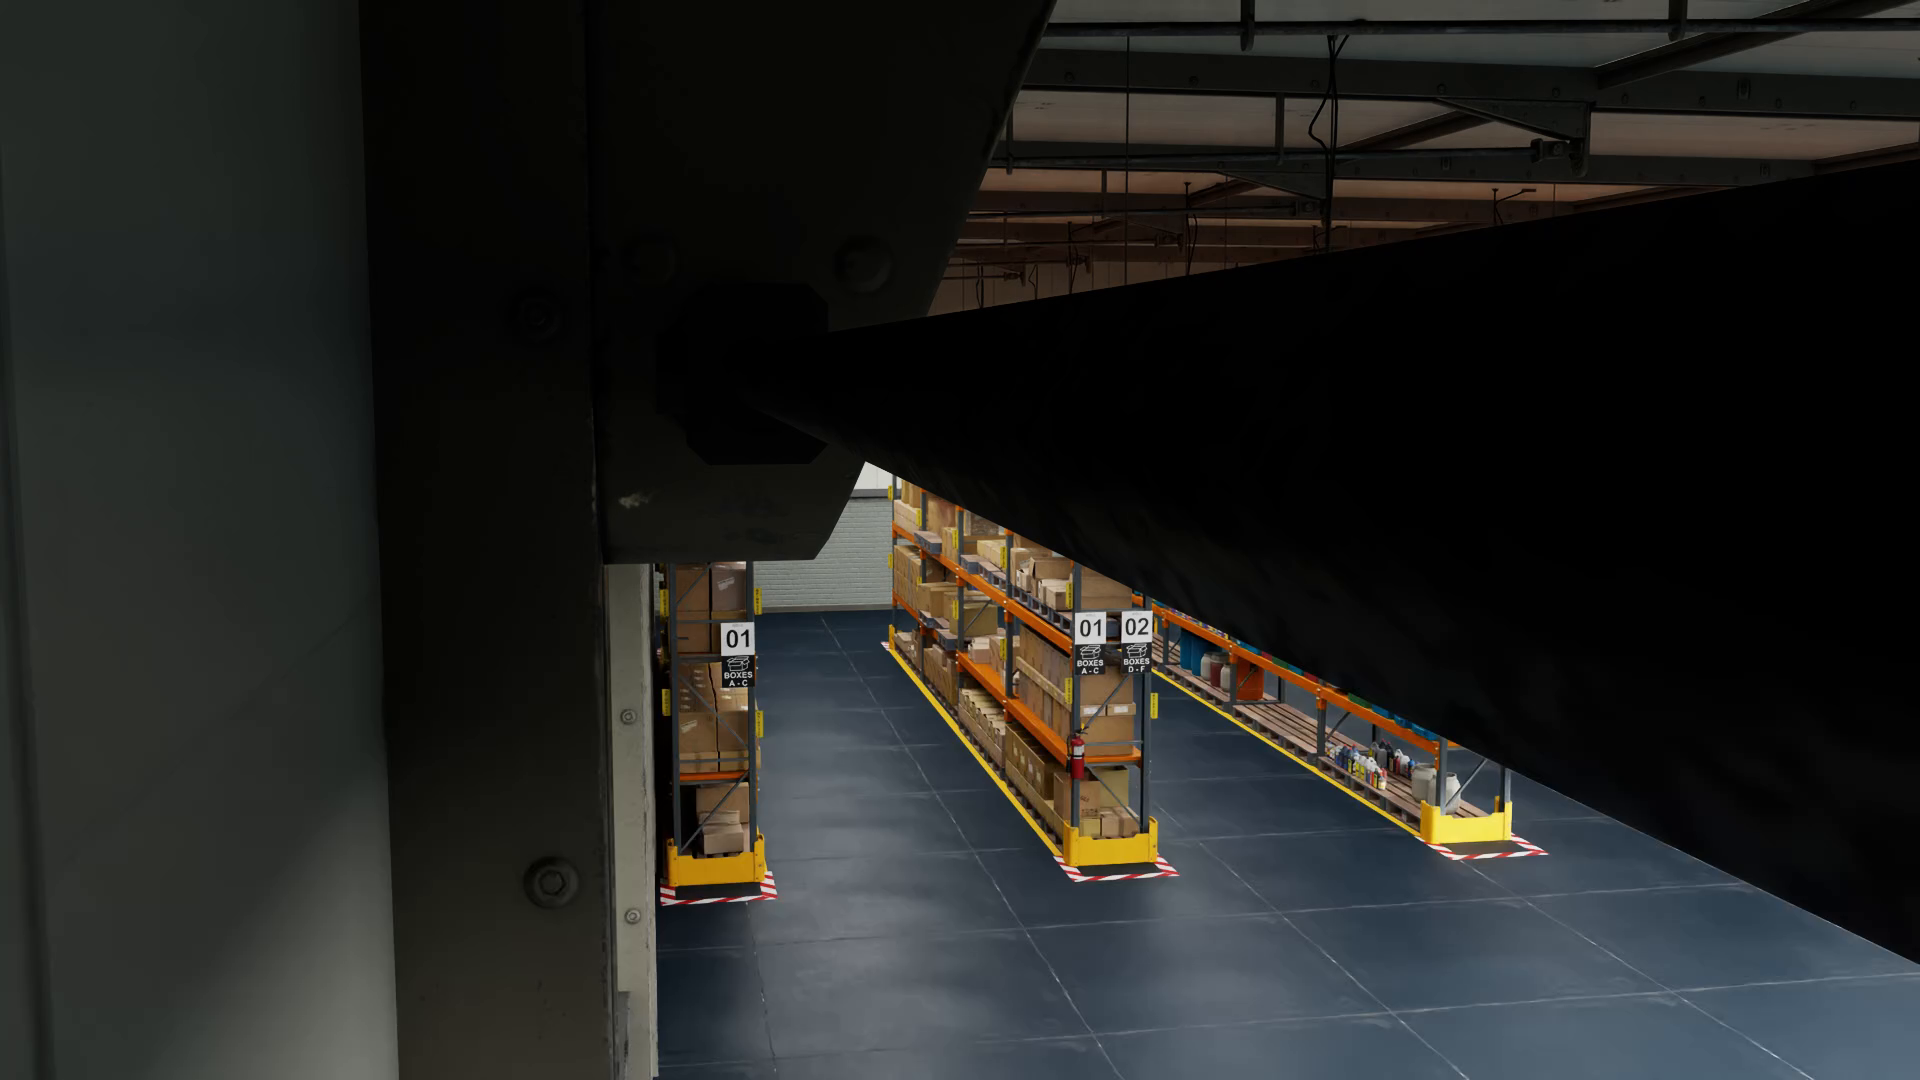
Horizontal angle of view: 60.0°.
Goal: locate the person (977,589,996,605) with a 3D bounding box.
[{"bbox_3d":[0.566,1.534,36.847,0.473,1.593,1.045,-1,6,-11],"label":"person"}]
